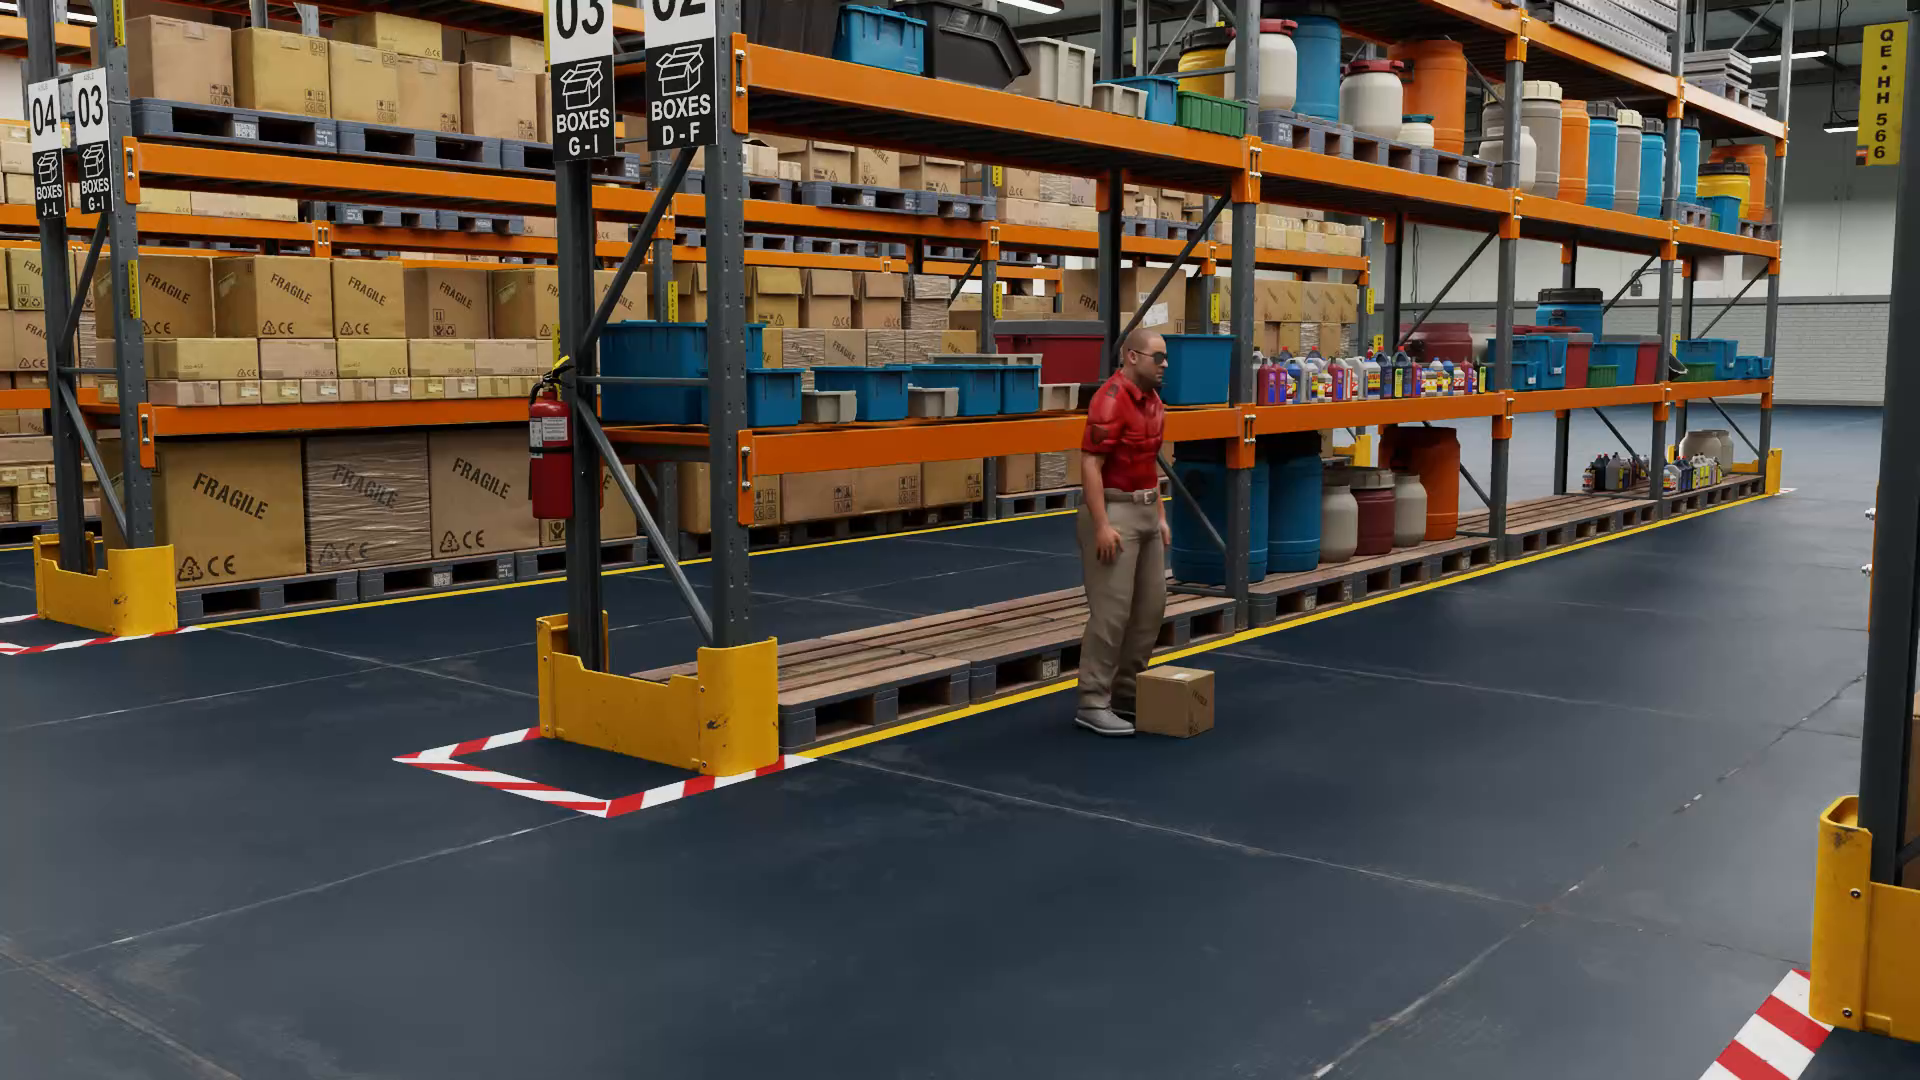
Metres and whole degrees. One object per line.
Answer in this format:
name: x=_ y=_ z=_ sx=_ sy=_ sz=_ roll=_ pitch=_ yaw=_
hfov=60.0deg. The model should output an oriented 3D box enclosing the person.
person: x=0.729 y=-0.055 z=7.264 sx=0.387 sy=1.728 sz=0.606 roll=5 pitch=8 yaw=35
